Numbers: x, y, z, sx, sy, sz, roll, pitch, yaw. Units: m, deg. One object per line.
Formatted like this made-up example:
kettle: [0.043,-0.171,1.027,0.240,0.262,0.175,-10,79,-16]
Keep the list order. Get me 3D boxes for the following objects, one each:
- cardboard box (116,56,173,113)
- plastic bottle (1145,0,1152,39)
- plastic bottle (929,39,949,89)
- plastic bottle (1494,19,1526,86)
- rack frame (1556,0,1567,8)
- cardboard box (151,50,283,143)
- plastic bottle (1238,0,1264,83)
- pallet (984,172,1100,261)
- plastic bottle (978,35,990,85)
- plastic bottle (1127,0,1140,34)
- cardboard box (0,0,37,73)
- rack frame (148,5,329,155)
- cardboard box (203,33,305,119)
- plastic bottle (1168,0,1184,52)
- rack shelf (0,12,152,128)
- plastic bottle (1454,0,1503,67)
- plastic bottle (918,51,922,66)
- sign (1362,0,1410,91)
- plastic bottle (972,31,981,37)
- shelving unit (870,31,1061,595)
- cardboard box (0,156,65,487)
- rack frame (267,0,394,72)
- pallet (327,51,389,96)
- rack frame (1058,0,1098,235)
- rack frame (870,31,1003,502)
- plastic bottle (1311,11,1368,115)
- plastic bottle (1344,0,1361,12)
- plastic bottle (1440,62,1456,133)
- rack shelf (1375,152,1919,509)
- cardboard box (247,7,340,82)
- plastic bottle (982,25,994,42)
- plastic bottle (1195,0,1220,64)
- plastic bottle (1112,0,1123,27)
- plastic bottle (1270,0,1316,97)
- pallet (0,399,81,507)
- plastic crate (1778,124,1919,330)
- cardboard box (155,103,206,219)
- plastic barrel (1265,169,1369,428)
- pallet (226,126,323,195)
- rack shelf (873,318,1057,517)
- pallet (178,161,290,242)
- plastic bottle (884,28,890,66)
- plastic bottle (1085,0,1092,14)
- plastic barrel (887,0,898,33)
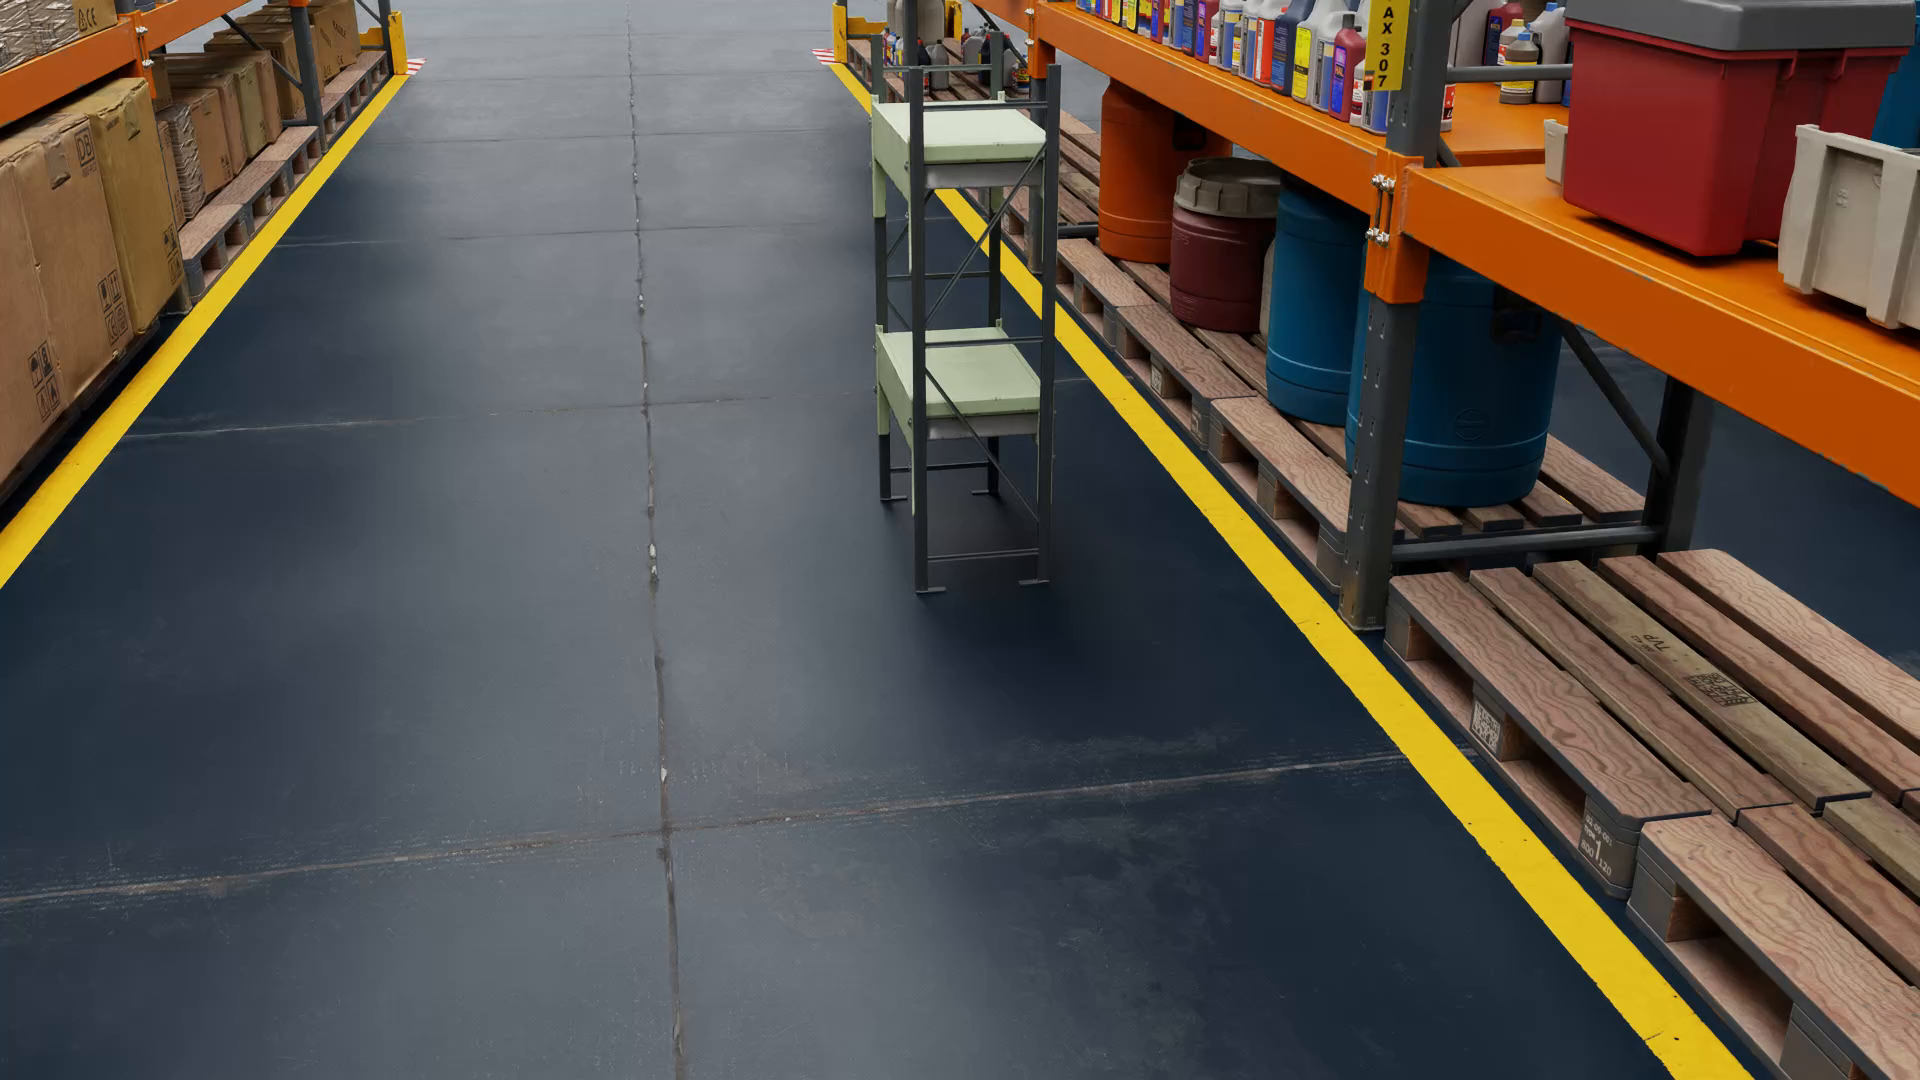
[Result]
cardboard box: [-4.288,-2.247,8.284,0.500,0.250,0.500,-2,24,-4]
plastic bottle: [0.769,-2.080,6.426,0.097,0.271,0.097,0,24,0]
plastic bottle: [-0.159,-3.548,12.387,0.144,0.351,0.185,-4,24,-10]
plastic bottle: [1.772,-1.559,5.319,0.097,0.201,0.097,0,24,0]
rack frame: [4.970,-4.683,12.225,1.000,3.000,0.127,-4,24,-10]
cardboard box: [-4.673,-2.764,10.405,0.700,0.500,0.500,-6,24,-14]
plastic bottle: [1.005,-1.641,5.413,0.152,0.276,0.135,-4,24,-10]
pallet: [0.736,-1.774,9.049,1.003,0.211,1.213,-4,24,-10]
plastic bottle: [0.219,-3.643,12.604,0.144,0.351,0.185,-4,24,-10]
plastic bottle: [0.712,-2.168,6.612,0.061,0.283,0.133,-4,24,-10]
cardboard box: [-3.506,-1.848,5.608,0.500,0.500,0.500,-5,24,-11]
rack frame: [-4.766,-3.951,10.550,1.000,3.000,0.127,-4,24,-10]
cardboard box: [-7.571,-4.042,11.931,5.628,1.640,3.313,-4,24,-10]
plastic bottle: [0.860,-1.948,6.118,0.152,0.276,0.135,-4,24,-10]
rack shelf: [-3.656,-1.262,5.290,1.077,0.370,4.000,-4,24,-10]
plastic bottle: [1.699,-1.689,5.524,0.152,0.276,0.135,-4,24,-10]
plastic bottle: [-0.311,-3.440,12.222,0.061,0.283,0.133,-3,24,-7]
sign: [1.040,-1.258,4.037,0.100,0.325,0.005,-4,24,-10]
plastic bottle: [0.178,-3.999,13.512,0.152,0.276,0.135,-5,24,-11]
shelving unit: [-0.001,-0.690,4.956,0.431,1.500,0.755,-4,24,-10]
cardboard box: [-3.591,-0.625,5.064,1.225,0.875,0.875,-5,24,-12]
rack frame: [-5.506,-5.525,14.152,1.000,3.000,0.127,-4,24,-10]
pallet: [-5.376,-3.895,13.904,1.003,0.211,1.213,-4,24,-10]
rack frame: [0.838,-2.744,7.786,0.949,2.616,0.053,-4,24,-10]
rack frame: [-0.069,-0.834,5.285,0.400,1.500,0.023,-4,24,-10]
plastic bottle: [1.123,-1.389,4.838,0.152,0.276,0.135,-4,24,-10]
plastic bottle: [1.197,-1.569,5.157,0.144,0.351,0.185,-4,24,-10]
plastic bottle: [1.310,-1.228,4.562,0.097,0.201,0.097,0,24,0]
rack shelf: [1.951,-0.055,2.527,1.077,0.370,4.000,-4,24,-10]
cardboard box: [-5.165,-3.845,12.903,0.500,0.500,0.500,-2,24,-5]
plastic bottle: [0.247,-3.895,13.181,0.144,0.351,0.185,-4,24,-10]
plastic bottle: [0.874,-1.823,5.821,0.061,0.283,0.133,-4,24,-10]
plastic bottle: [0.669,-2.259,6.820,0.061,0.283,0.133,-4,24,-10]
plastic bottle: [1.055,-1.559,5.133,0.144,0.351,0.185,-4,24,-10]
pallet: [-3.732,-0.306,5.686,1.003,0.211,1.213,-4,24,-10]
plastic crate: [1.682,-0.530,2.789,0.437,0.282,0.530,-4,24,-10]
cardboard box: [-4.285,-1.913,8.457,0.700,0.500,0.500,-6,24,-14]
plastic barrel: [1.366,-0.896,5.651,0.600,0.901,0.708,-4,24,-10]
pallet: [-4.620,-2.367,10.407,1.003,0.211,1.213,-4,24,-10]
rack shelf: [-0.001,-0.391,5.086,0.431,0.370,0.720,-4,24,-10]
pallet: [-4.391,-1.887,9.306,1.003,0.211,1.213,-4,24,-10]
plastic bottle: [-0.585,-4.022,13.554,0.061,0.283,0.133,-4,24,-9]
plastic bottle: [0.598,-2.444,7.259,0.097,0.271,0.097,0,24,0]
plastic barrel: [-0.441,-4.690,14.825,0.421,0.512,0.421,0,24,0]
